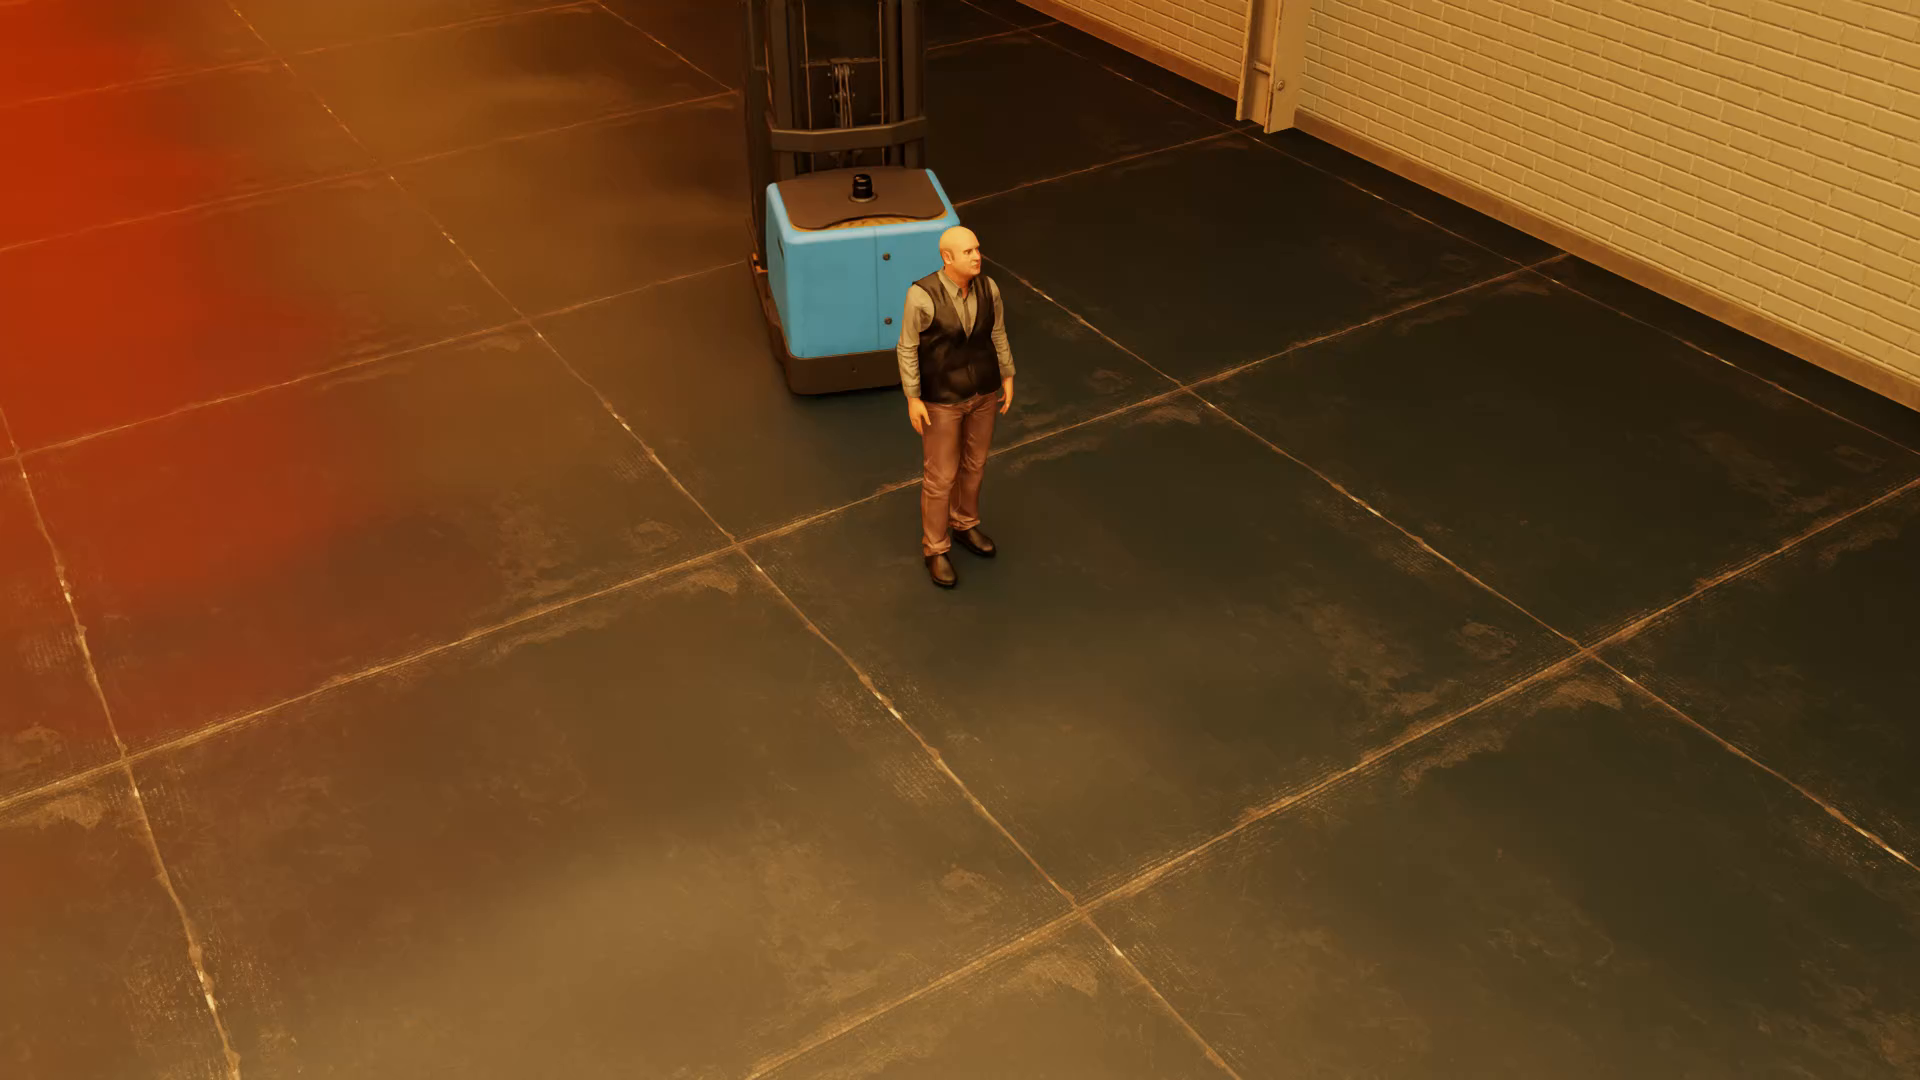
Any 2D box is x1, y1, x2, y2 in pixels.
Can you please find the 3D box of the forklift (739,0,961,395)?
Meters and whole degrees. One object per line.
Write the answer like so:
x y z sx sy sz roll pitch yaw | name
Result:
-0.809 -2.897 10.271 1.130 2.935 3.031 -8 36 -11 | forklift

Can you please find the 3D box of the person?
0.027 -0.678 8.152 0.632 1.720 0.568 -21 40 -27 | person
